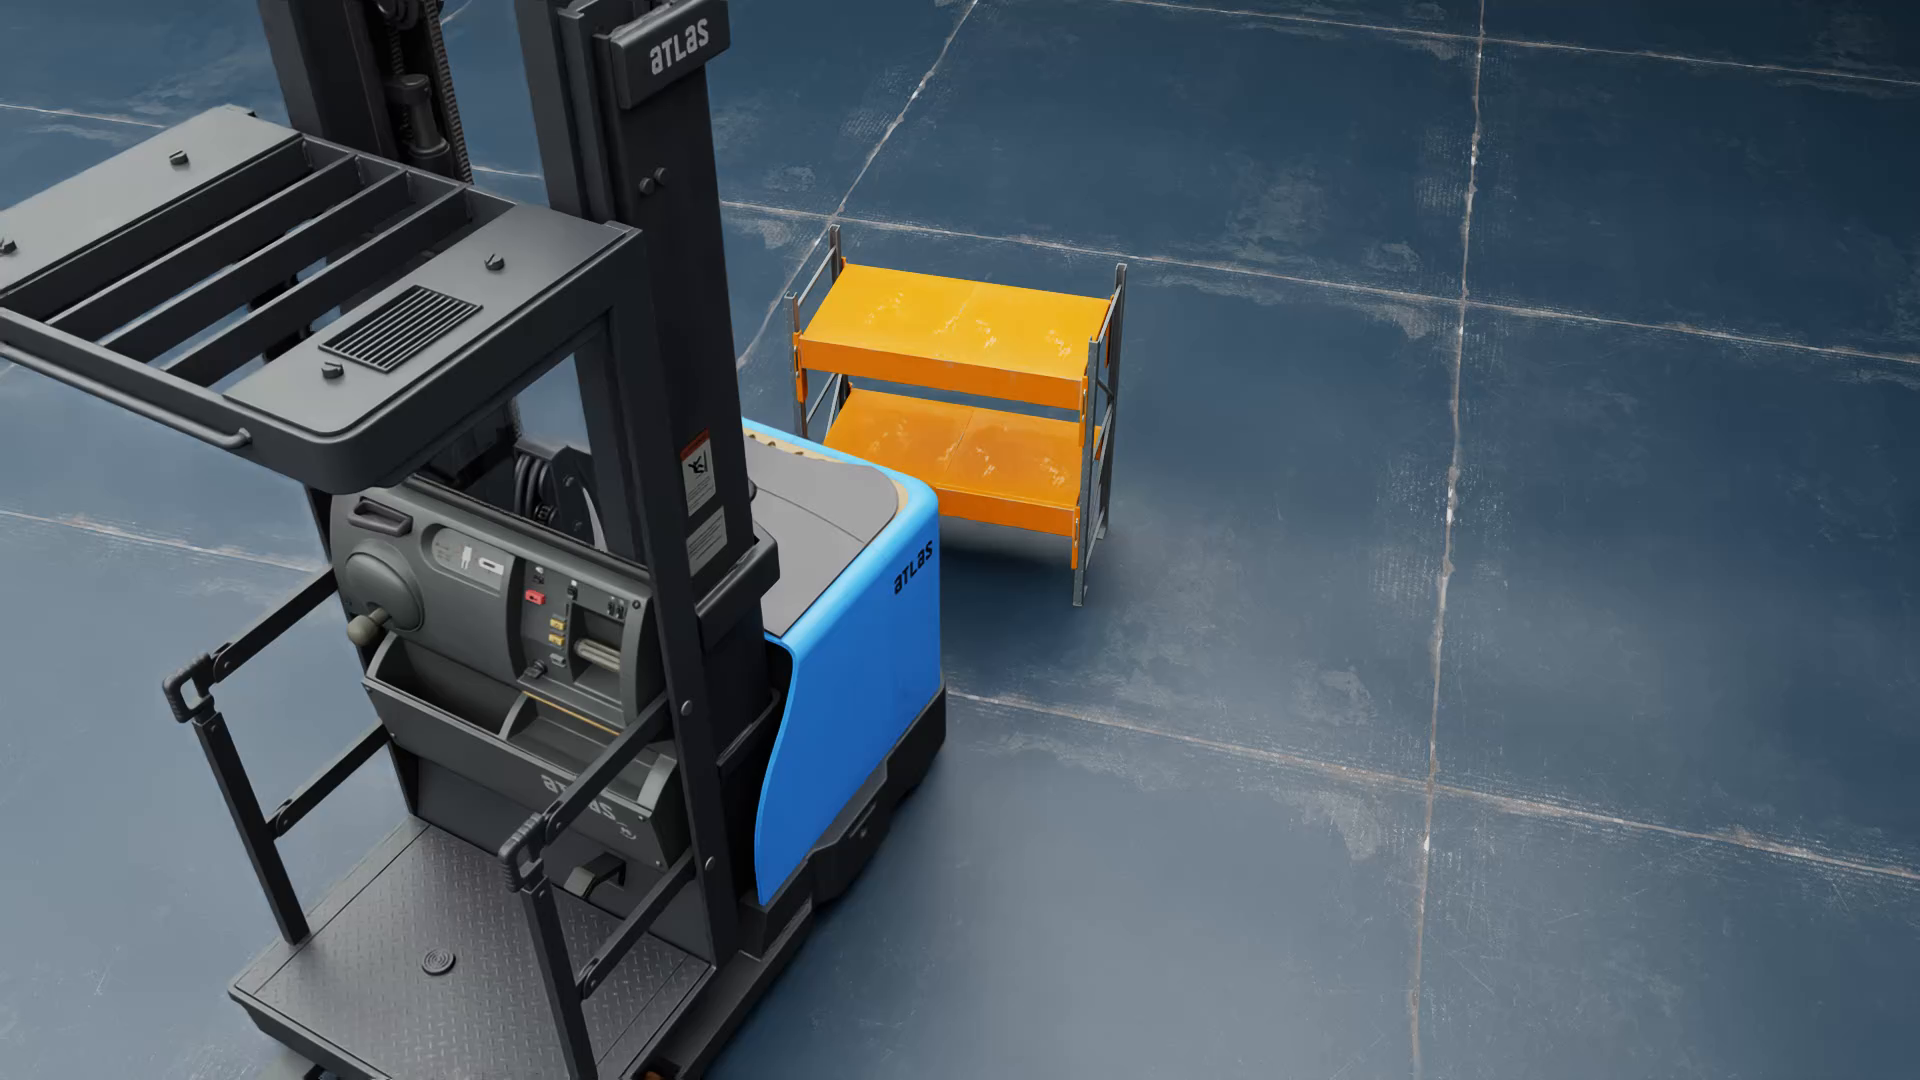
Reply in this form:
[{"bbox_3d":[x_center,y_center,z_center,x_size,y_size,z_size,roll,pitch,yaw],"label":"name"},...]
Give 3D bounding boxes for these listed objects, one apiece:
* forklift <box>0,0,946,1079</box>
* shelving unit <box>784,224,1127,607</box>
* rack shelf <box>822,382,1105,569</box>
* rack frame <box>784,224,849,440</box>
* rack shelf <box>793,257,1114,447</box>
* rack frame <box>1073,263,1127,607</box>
[{"bbox_3d":[-1.206,0.216,3.713,1.130,2.935,3.031,20,44,22],"label":"forklift"},{"bbox_3d":[-0.007,-0.432,5.890,1.048,1.125,0.538,10,41,11],"label":"shelving unit"},{"bbox_3d":[-0.007,-0.245,6.047,1.000,0.278,0.538,10,41,11],"label":"rack shelf"},{"bbox_3d":[-0.498,-0.516,5.990,0.032,1.125,0.500,10,41,11],"label":"rack frame"},{"bbox_3d":[-0.007,-0.656,5.701,1.000,0.278,0.538,10,41,11],"label":"rack shelf"},{"bbox_3d":[0.485,-0.347,5.789,0.032,1.125,0.500,10,41,11],"label":"rack frame"}]
